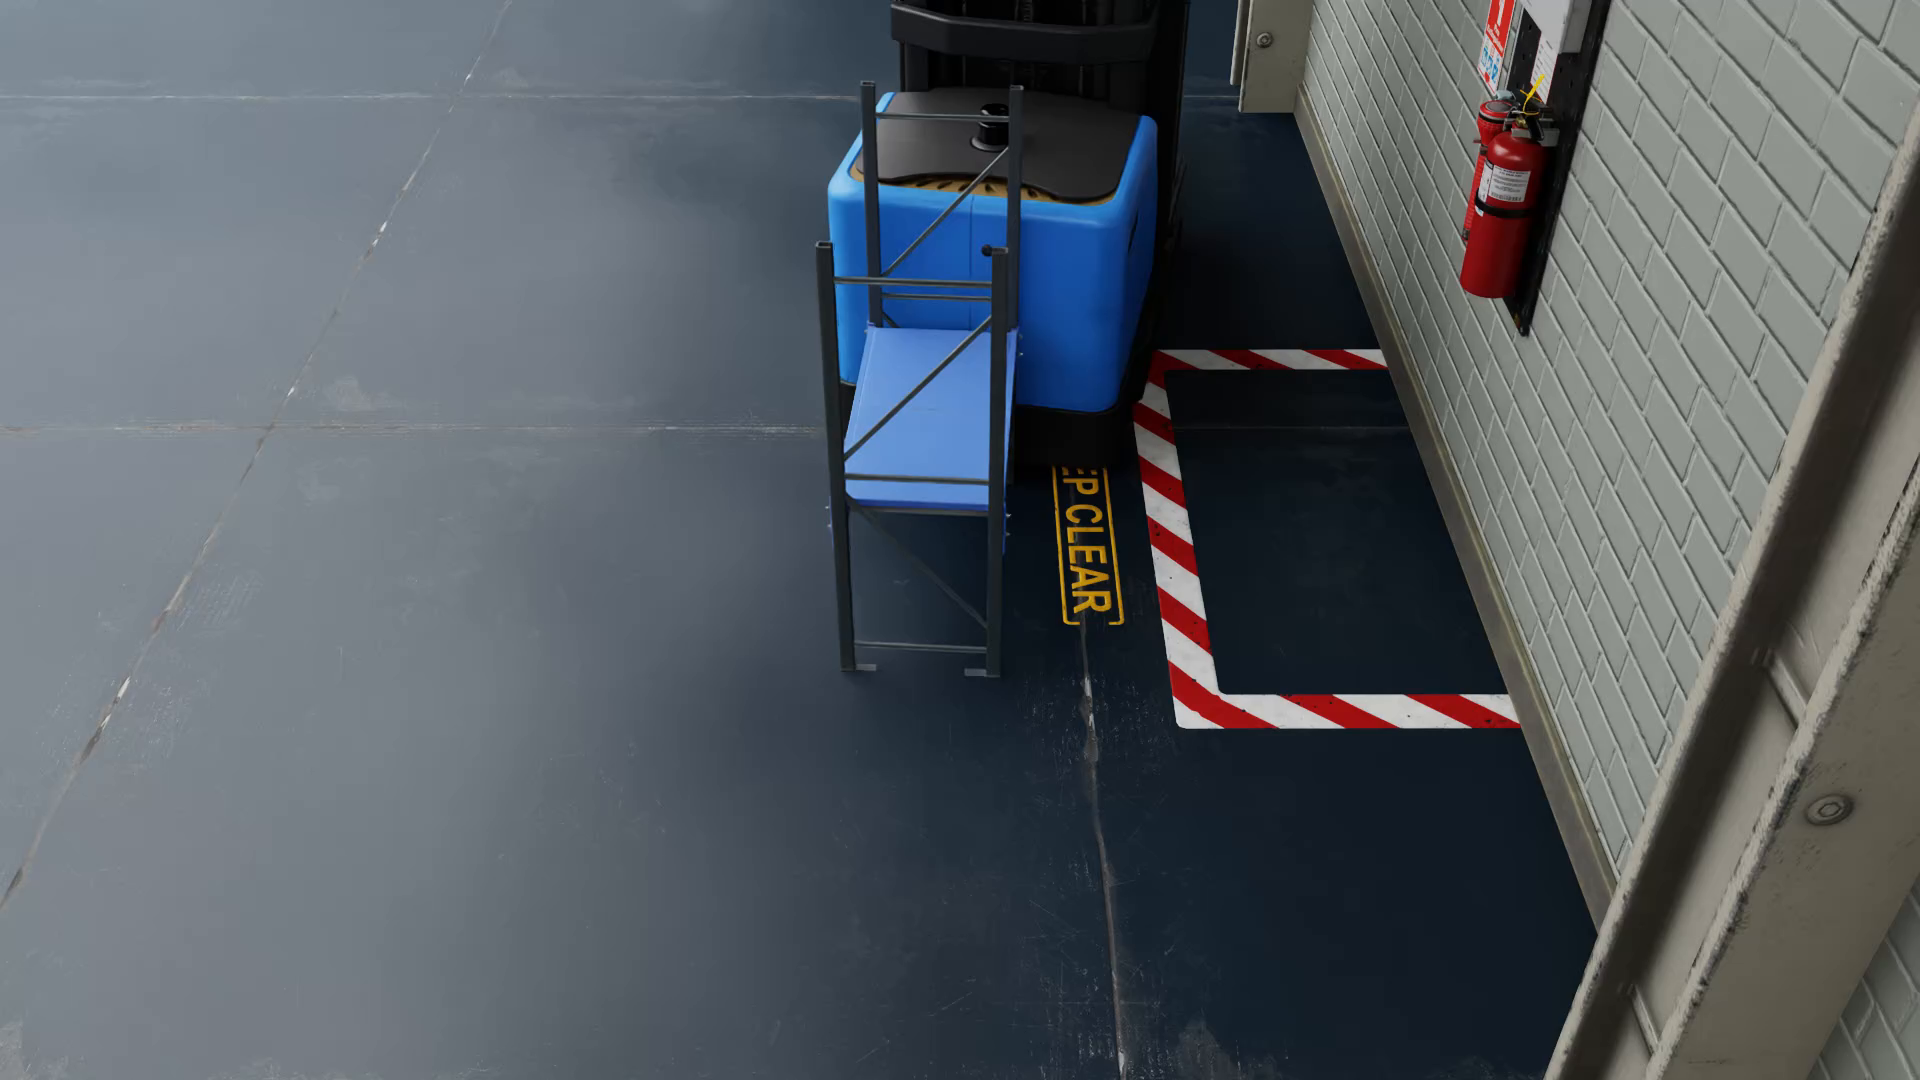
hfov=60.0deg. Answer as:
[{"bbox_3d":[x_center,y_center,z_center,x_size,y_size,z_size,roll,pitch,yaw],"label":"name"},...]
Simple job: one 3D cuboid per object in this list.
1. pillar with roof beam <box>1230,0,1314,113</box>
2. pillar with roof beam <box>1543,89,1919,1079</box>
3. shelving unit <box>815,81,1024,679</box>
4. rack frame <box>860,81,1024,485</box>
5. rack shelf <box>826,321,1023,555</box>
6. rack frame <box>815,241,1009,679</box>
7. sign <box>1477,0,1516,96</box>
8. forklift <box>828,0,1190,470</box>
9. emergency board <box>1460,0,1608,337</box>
[{"bbox_3d":[-2.726,-5.809,5.803,9.100,9.000,0.400,0,39,0],"label":"pillar with roof beam"},{"bbox_3d":[-2.719,-2.057,1.121,9.100,9.000,0.400,0,39,0],"label":"pillar with roof beam"},{"bbox_3d":[-0.090,-0.488,5.159,0.538,1.500,1.048,2,39,3],"label":"shelving unit"},{"bbox_3d":[-0.055,-0.805,5.555,0.500,1.500,0.032,2,39,3],"label":"rack frame"},{"bbox_3d":[-0.090,-0.347,5.272,0.538,0.185,1.000,2,39,3],"label":"rack shelf"},{"bbox_3d":[-0.124,-0.171,4.764,0.500,1.500,0.032,2,39,3],"label":"rack frame"},{"bbox_3d":[1.724,-1.624,5.349,0.001,0.329,0.234,0,39,0],"label":"sign"},{"bbox_3d":[0.360,-2.319,6.300,1.130,2.935,3.031,8,39,10],"label":"forklift"},{"bbox_3d":[1.621,-1.264,4.929,0.194,1.169,0.643,0,39,0],"label":"emergency board"}]
